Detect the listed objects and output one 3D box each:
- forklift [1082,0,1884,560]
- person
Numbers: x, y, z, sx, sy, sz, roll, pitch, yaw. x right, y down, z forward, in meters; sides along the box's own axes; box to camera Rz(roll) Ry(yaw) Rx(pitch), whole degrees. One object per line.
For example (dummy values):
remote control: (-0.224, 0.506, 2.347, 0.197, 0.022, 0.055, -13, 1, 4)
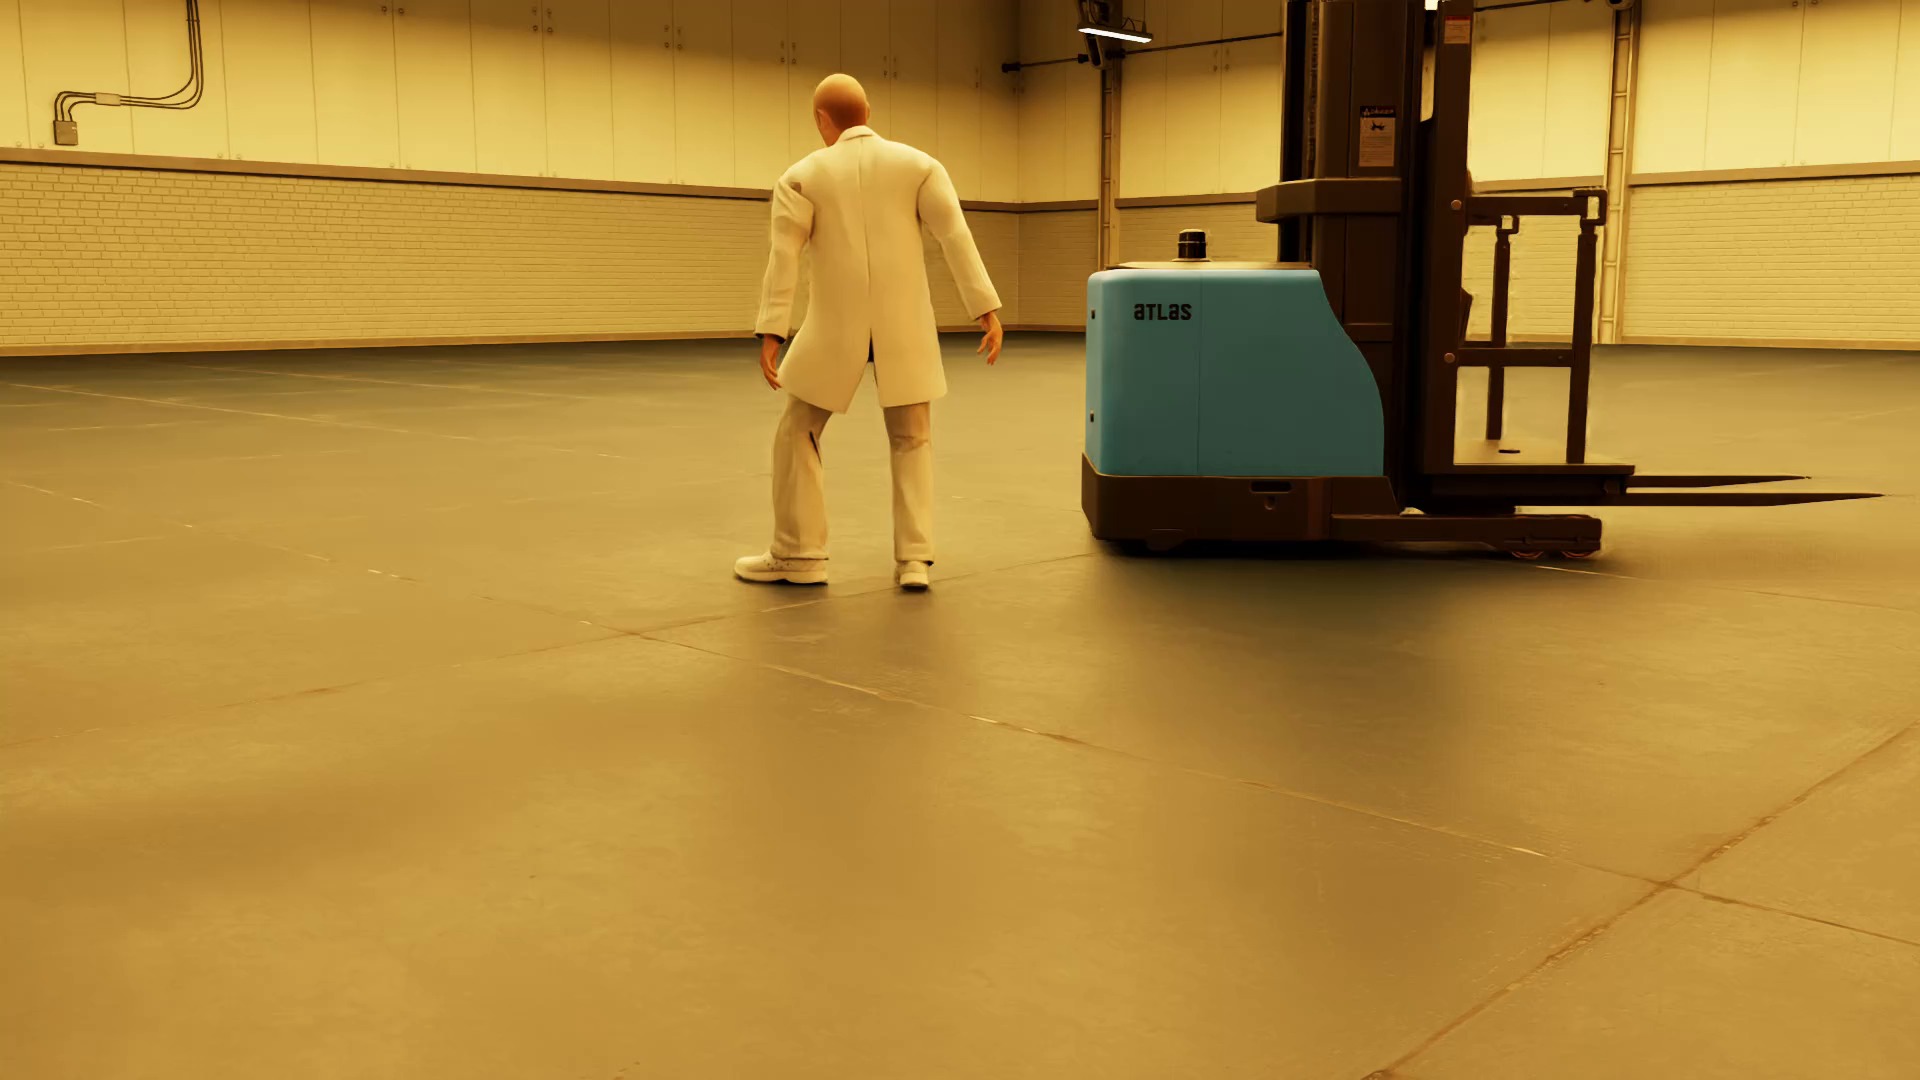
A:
forklift: (2.036, -1.455, 6.534, 3.031, 2.935, 1.130, 0, 9, 0)
person: (-0.322, -0.693, 5.663, 0.930, 1.751, 0.509, -1, 9, -4)
